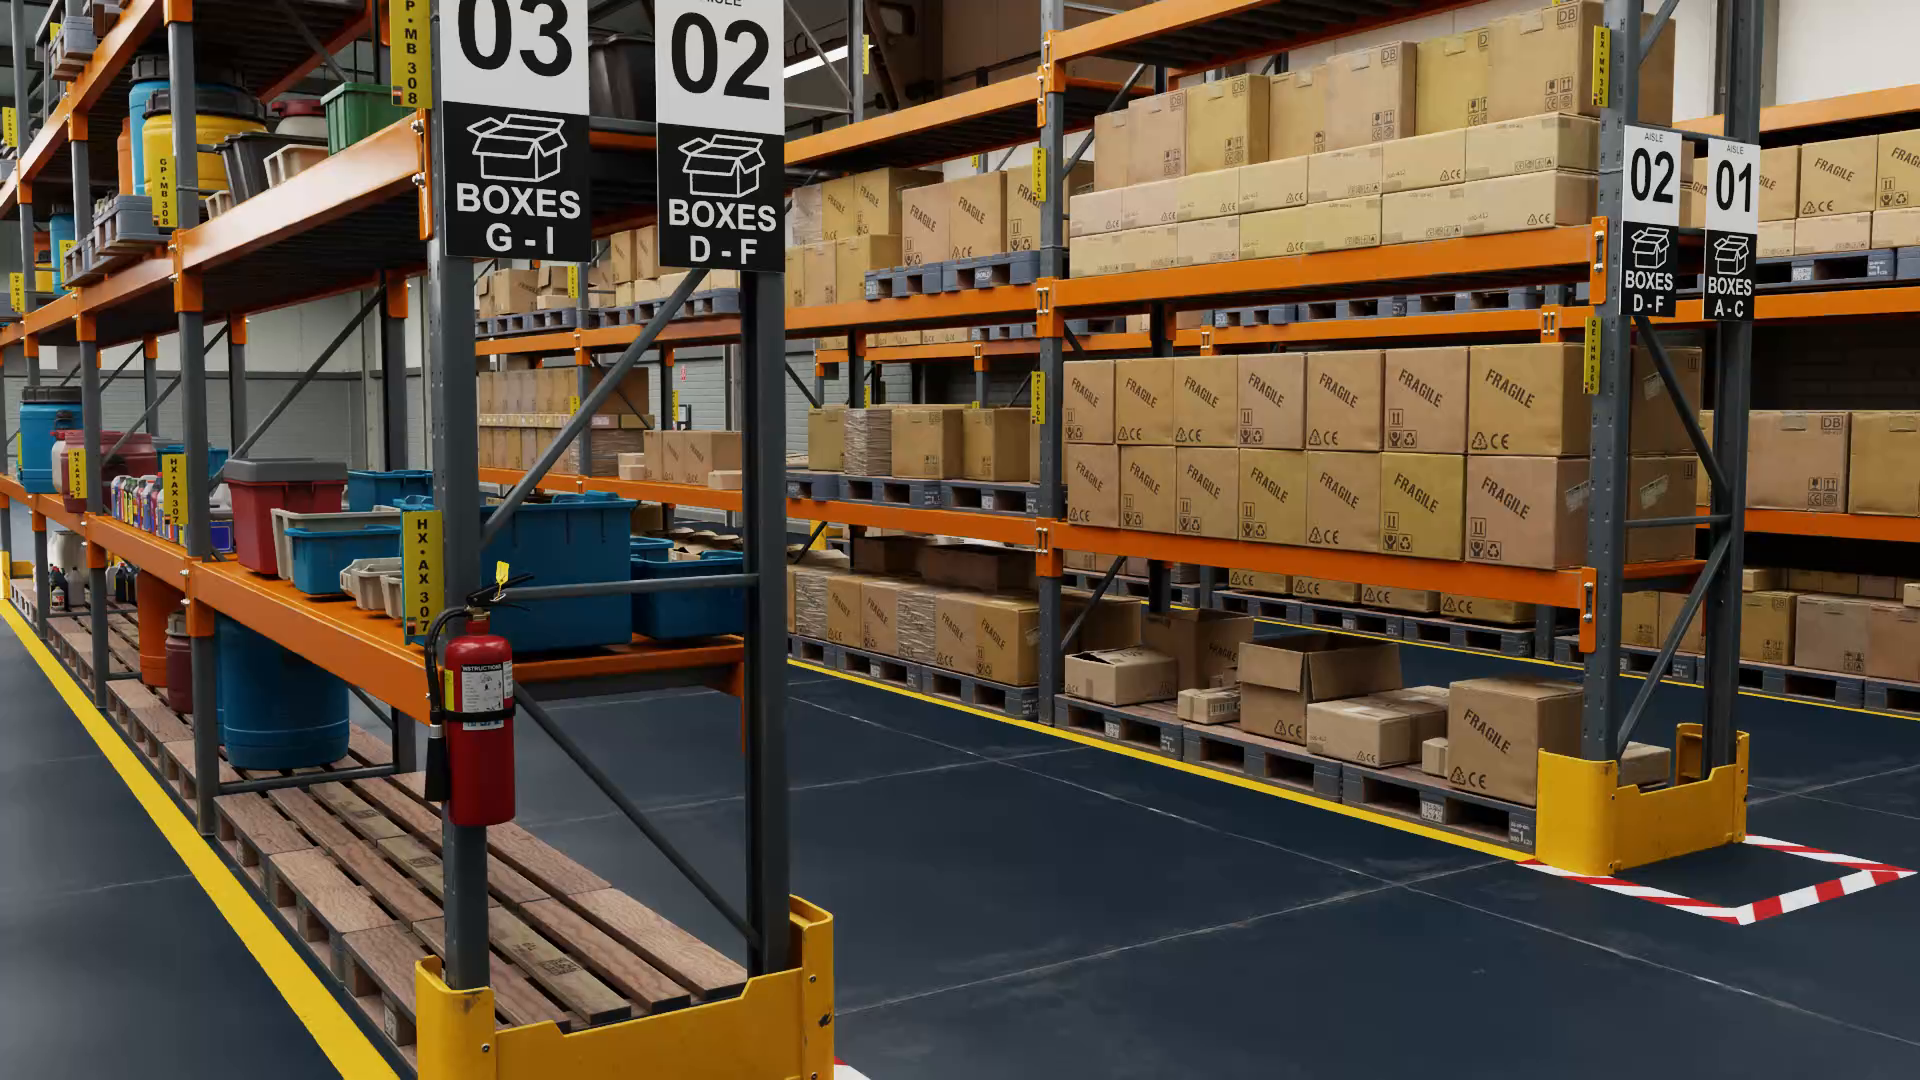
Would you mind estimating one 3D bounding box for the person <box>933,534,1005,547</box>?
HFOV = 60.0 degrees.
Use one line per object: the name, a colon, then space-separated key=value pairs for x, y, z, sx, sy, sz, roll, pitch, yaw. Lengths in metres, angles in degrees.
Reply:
person: x=0.046 y=0.272 z=15.827 sx=0.595 sy=0.987 sz=0.943 roll=-3 pitch=6 yaw=-36
